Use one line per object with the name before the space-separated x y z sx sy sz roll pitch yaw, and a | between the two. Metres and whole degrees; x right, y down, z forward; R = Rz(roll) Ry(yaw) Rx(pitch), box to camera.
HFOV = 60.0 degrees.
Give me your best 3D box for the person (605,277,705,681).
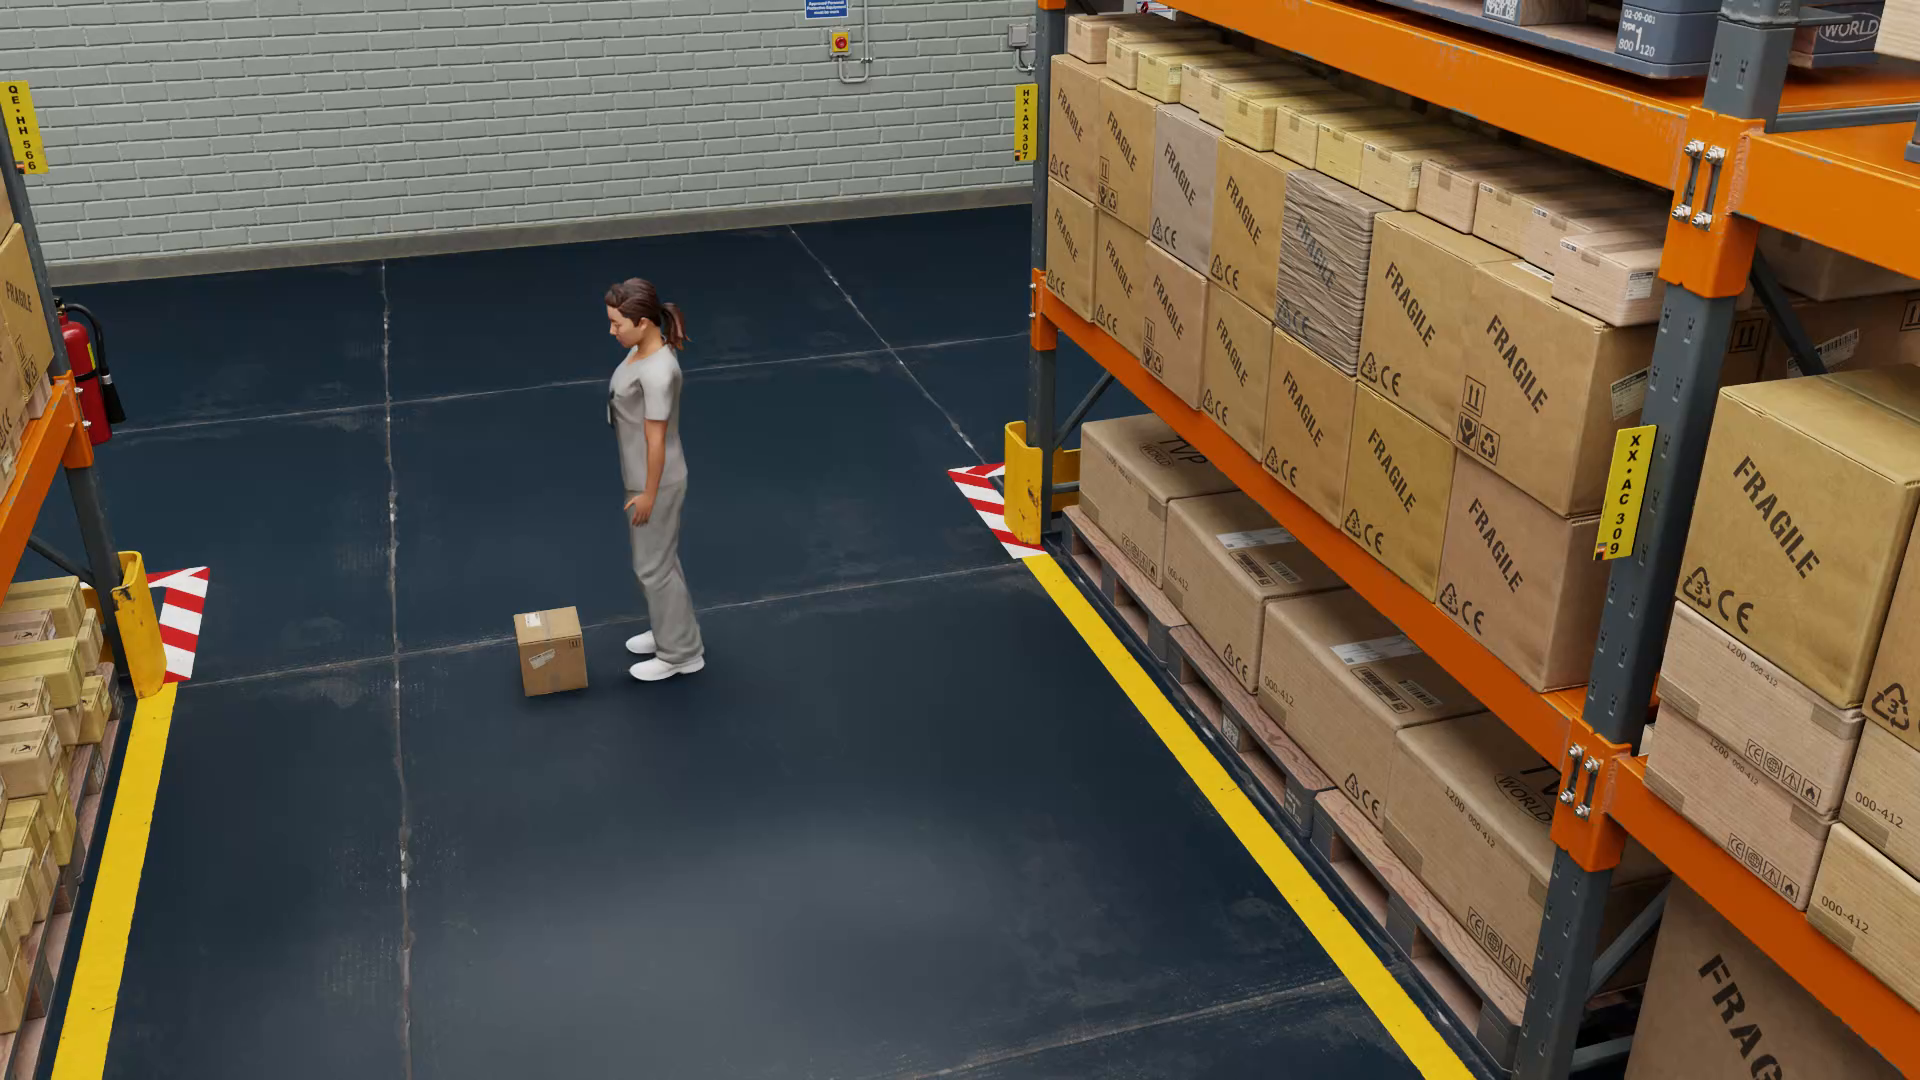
person | -1.206 -0.231 6.603 0.367 1.661 0.442 -8 27 -15
